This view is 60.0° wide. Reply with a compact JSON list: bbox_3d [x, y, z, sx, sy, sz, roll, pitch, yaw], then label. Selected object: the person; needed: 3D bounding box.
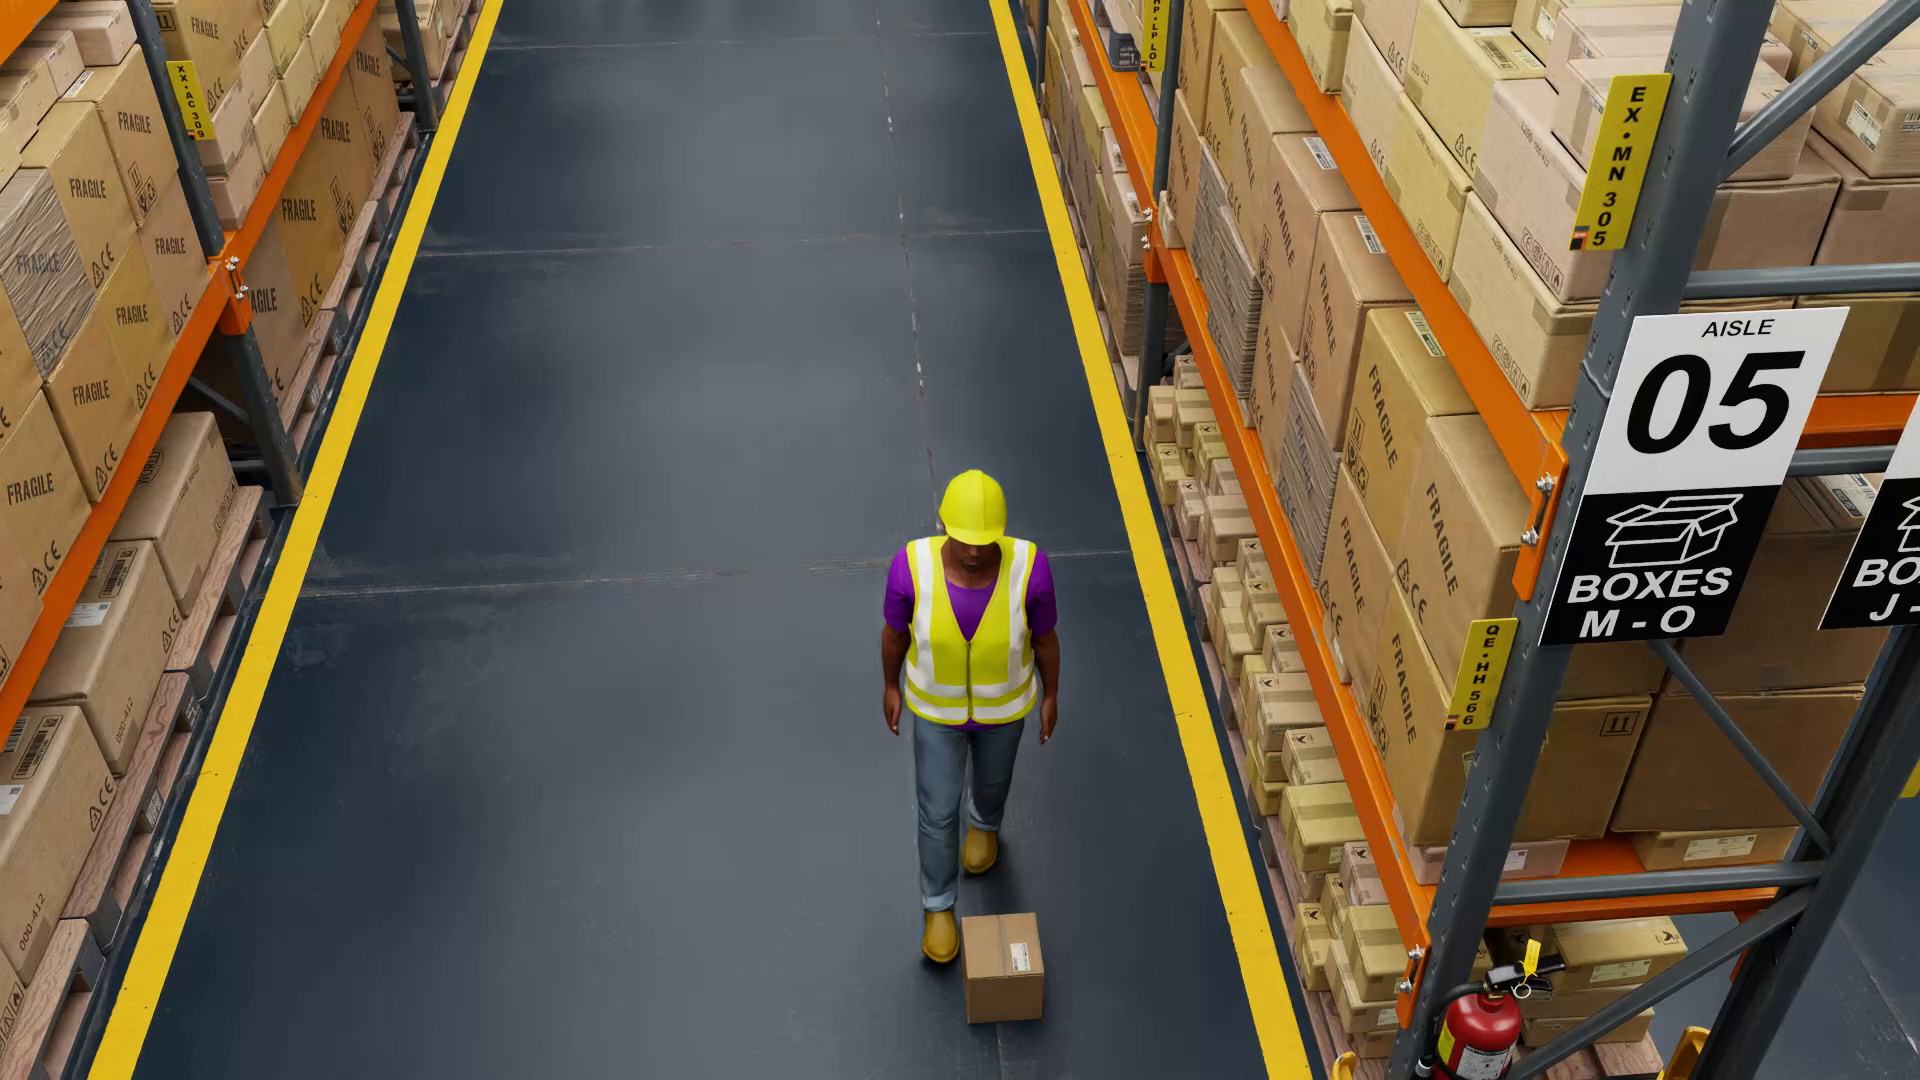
[{"bbox_3d":[0.037,0.577,5.423,0.585,1.758,0.734,-1,39,-1],"label":"person"}]
